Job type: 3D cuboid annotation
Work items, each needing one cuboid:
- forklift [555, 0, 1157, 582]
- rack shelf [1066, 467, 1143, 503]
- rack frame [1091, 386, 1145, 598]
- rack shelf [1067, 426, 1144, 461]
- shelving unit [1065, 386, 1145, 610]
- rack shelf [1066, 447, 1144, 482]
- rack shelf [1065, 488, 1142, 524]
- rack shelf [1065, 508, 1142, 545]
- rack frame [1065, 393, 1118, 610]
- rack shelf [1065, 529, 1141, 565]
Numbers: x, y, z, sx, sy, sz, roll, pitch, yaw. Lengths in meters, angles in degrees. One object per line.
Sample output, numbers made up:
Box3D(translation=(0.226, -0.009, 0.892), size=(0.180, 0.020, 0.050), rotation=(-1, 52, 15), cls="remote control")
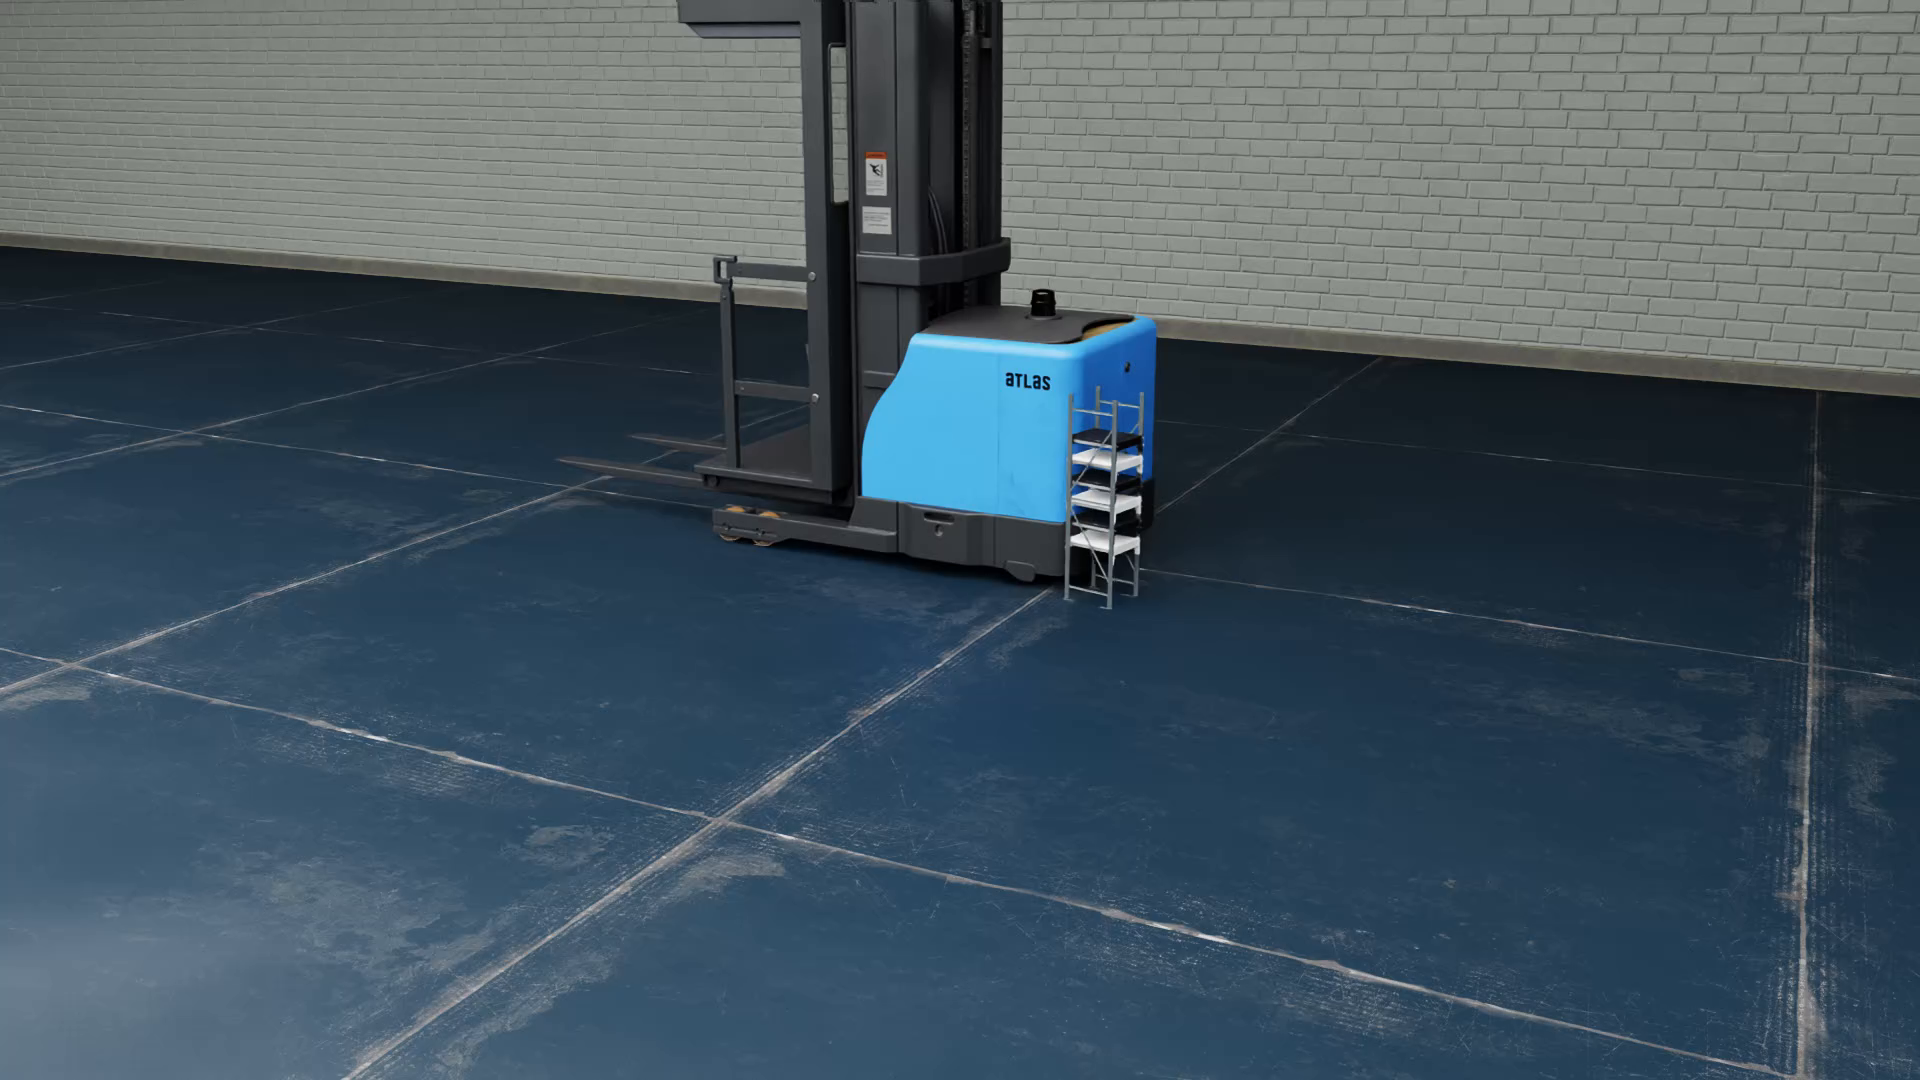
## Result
Box3D(translation=(-0.615, -1.496, 7.913), size=(3.031, 2.935, 1.130), rotation=(8, 18, 26), cls="forklift")
Box3D(translation=(0.610, -0.233, 7.030), size=(0.258, 0.077, 0.200), rotation=(13, 21, 37), cls="rack shelf")
Box3D(translation=(0.674, -0.202, 7.122), size=(0.240, 0.900, 0.006), rotation=(13, 21, 37), cls="rack frame")
Box3D(translation=(0.610, -0.406, 6.979), size=(0.258, 0.077, 0.200), rotation=(13, 21, 37), cls="rack shelf")
Box3D(translation=(0.610, -0.179, 7.046), size=(0.258, 0.900, 0.210), rotation=(13, 21, 37), cls="shelving unit")
Box3D(translation=(0.610, -0.320, 7.004), size=(0.258, 0.077, 0.200), rotation=(13, 21, 37), cls="rack shelf")
Box3D(translation=(0.610, -0.147, 7.055), size=(0.258, 0.077, 0.200), rotation=(13, 21, 37), cls="rack shelf")
Box3D(translation=(0.610, -0.061, 7.081), size=(0.258, 0.077, 0.200), rotation=(13, 21, 37), cls="rack shelf")
Box3D(translation=(0.547, -0.156, 6.970), size=(0.240, 0.900, 0.006), rotation=(13, 21, 37), cls="rack frame")
Box3D(translation=(0.610, 0.026, 7.106), size=(0.258, 0.077, 0.200), rotation=(13, 21, 37), cls="rack shelf")
